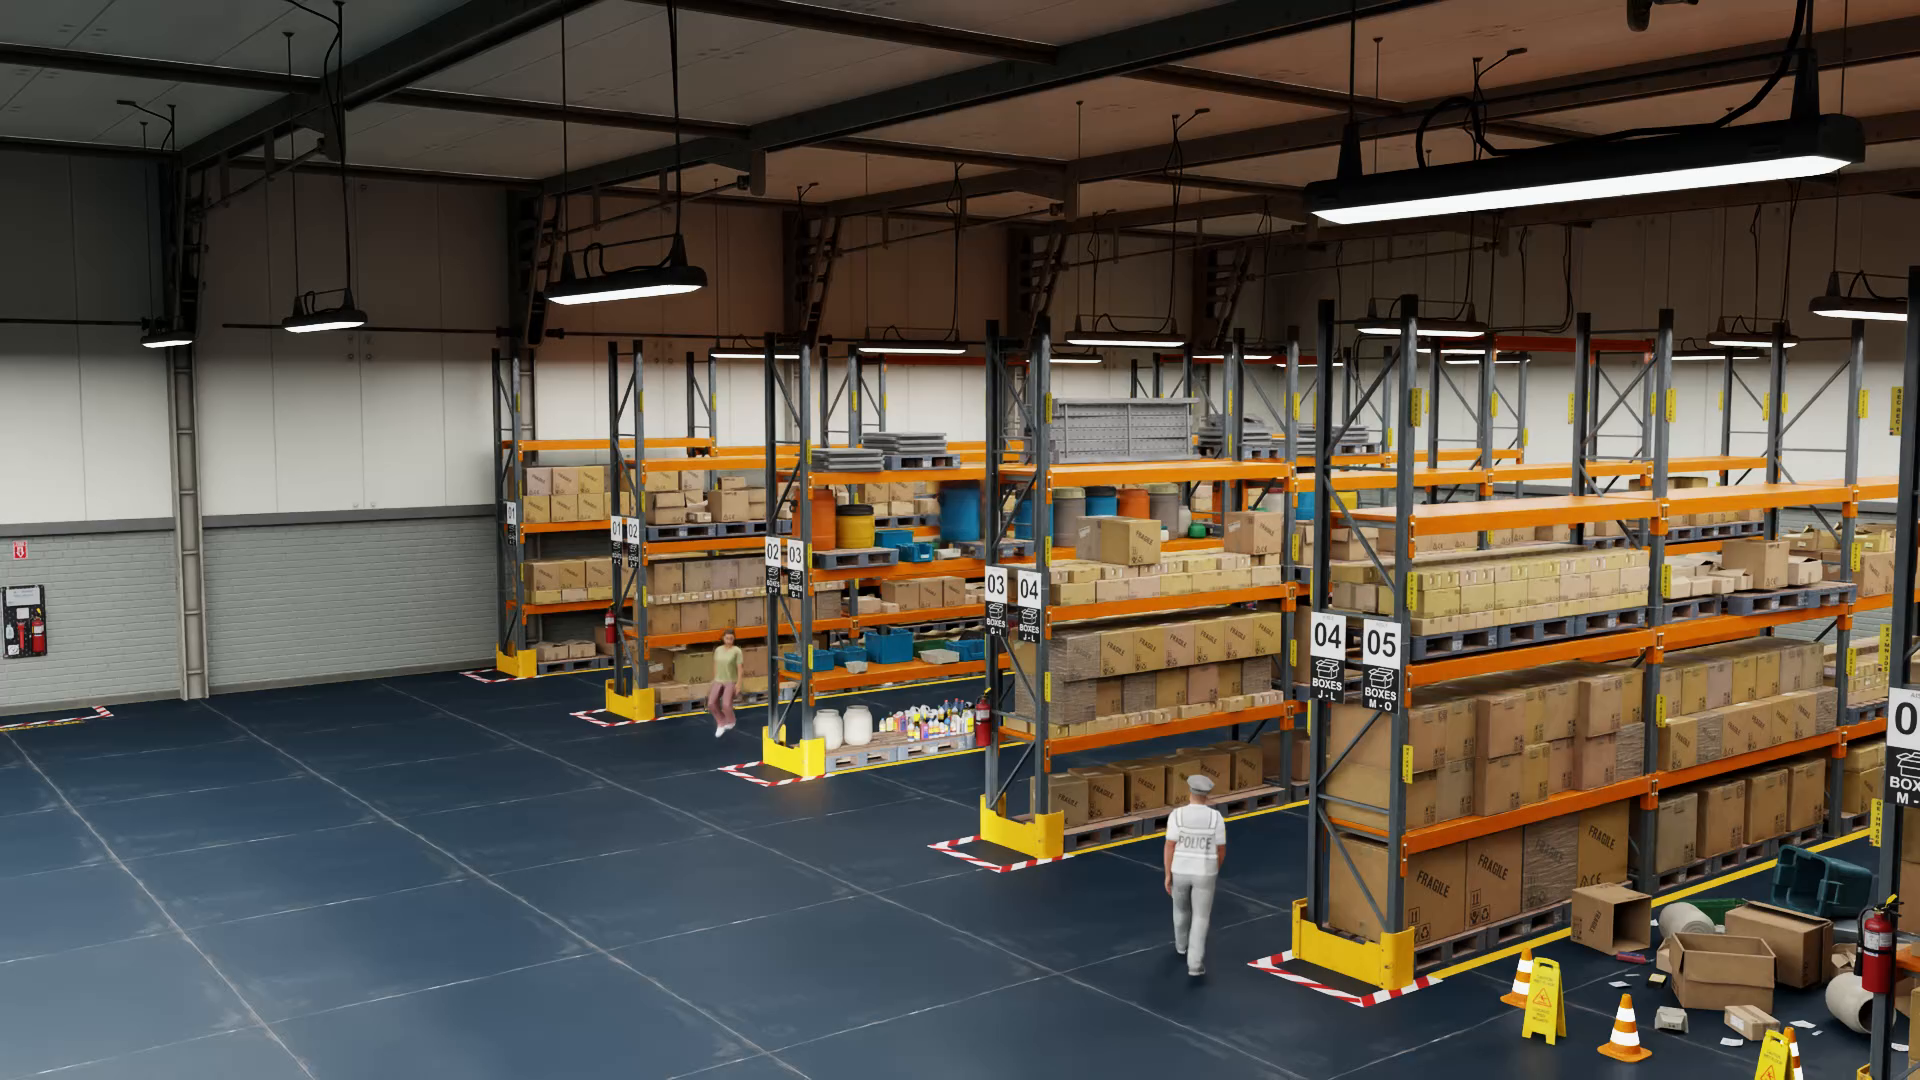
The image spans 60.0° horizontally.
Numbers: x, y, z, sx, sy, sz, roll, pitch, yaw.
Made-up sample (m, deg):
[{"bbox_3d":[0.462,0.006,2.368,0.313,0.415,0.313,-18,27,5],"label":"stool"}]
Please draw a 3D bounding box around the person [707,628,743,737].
[{"bbox_3d":[-3.412,2.077,24.219,0.472,1.581,0.537,1,5,9],"label":"person"}]

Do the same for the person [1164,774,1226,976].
[{"bbox_3d":[2.125,2.966,14.958,0.533,1.708,1.004,2,5,17],"label":"person"}]
